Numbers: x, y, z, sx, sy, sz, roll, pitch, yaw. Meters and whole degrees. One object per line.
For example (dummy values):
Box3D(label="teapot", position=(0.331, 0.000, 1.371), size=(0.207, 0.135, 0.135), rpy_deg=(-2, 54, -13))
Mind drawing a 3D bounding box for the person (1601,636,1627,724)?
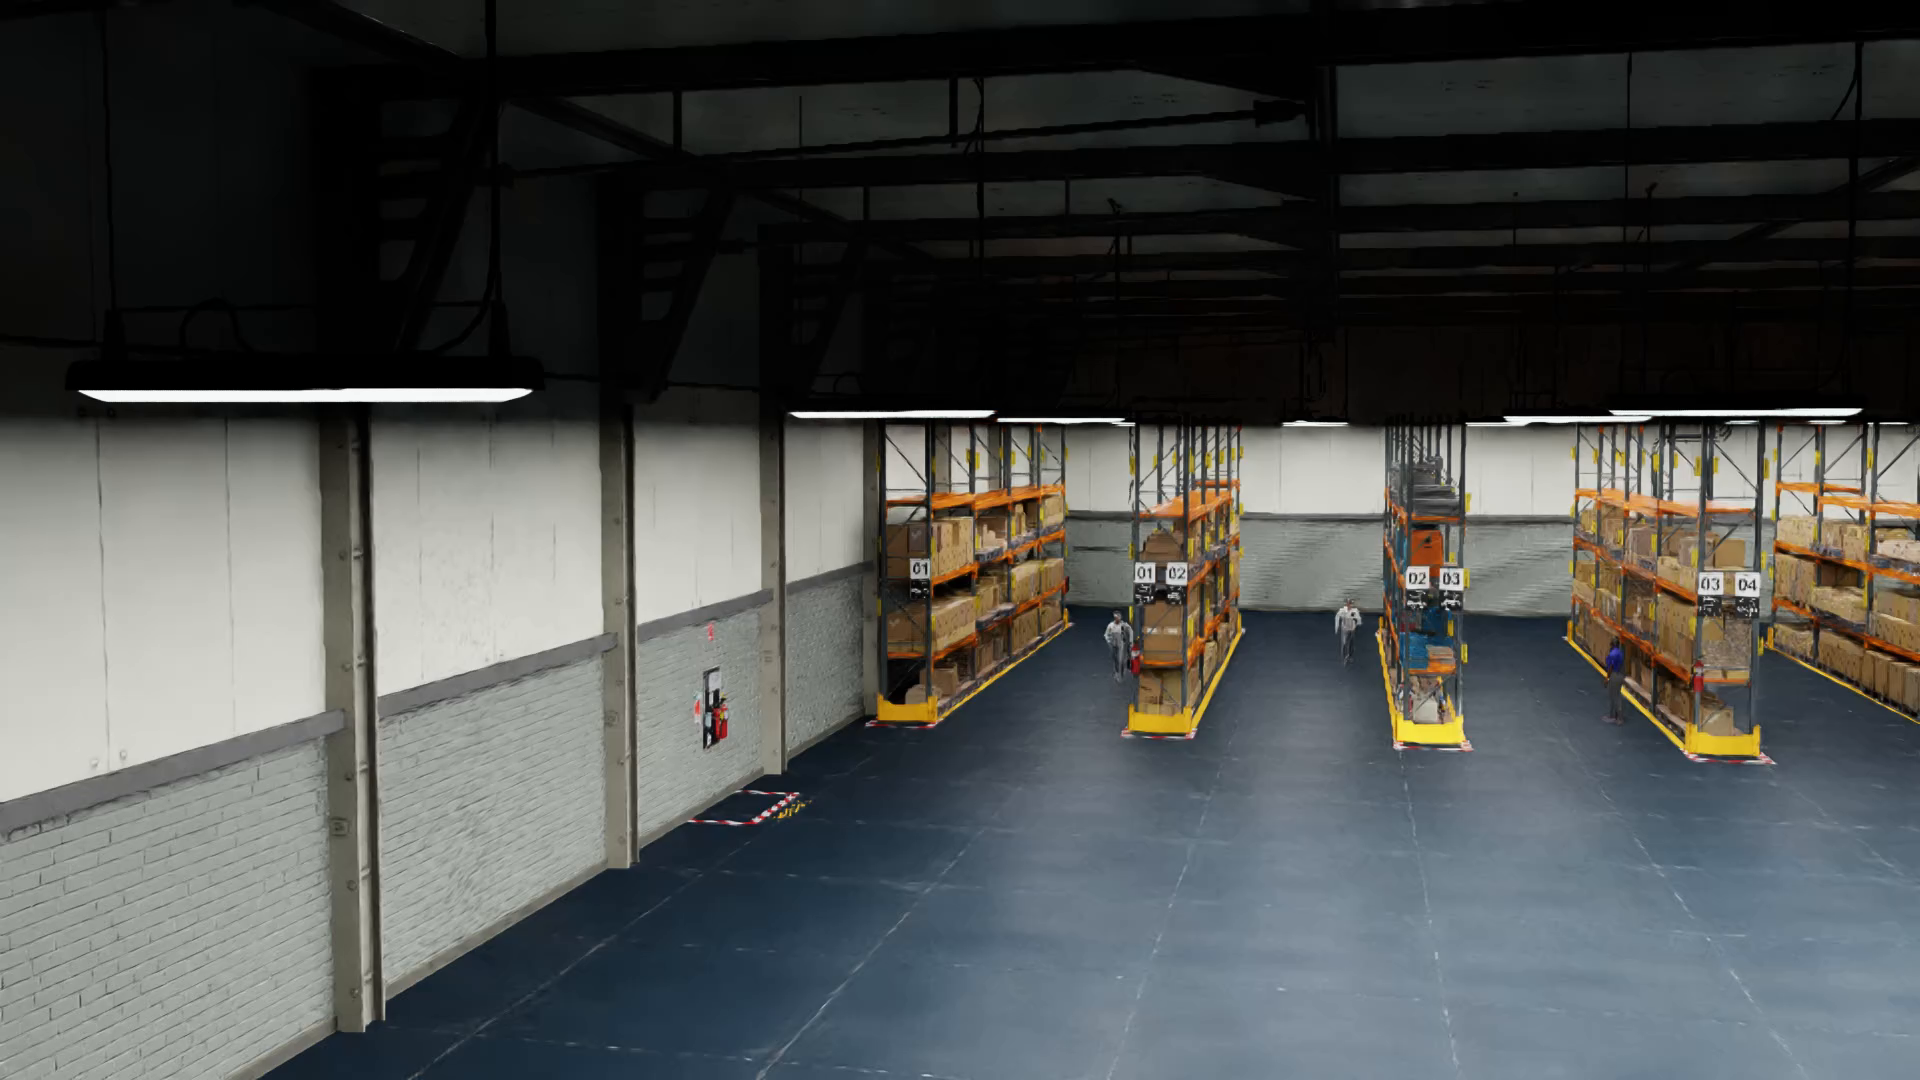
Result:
Box3D(label="person", position=(12.754, 2.727, 32.374), size=(0.518, 1.702, 0.538), rpy_deg=(3, 5, 38))

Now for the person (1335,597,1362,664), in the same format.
Box3D(label="person", position=(9.451, 2.179, 40.447), size=(0.635, 1.616, 0.837), rpy_deg=(1, 4, 8))

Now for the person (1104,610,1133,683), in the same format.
Box3D(label="person", position=(3.573, 2.375, 37.545), size=(0.632, 1.619, 0.802), rpy_deg=(1, 4, 18))
